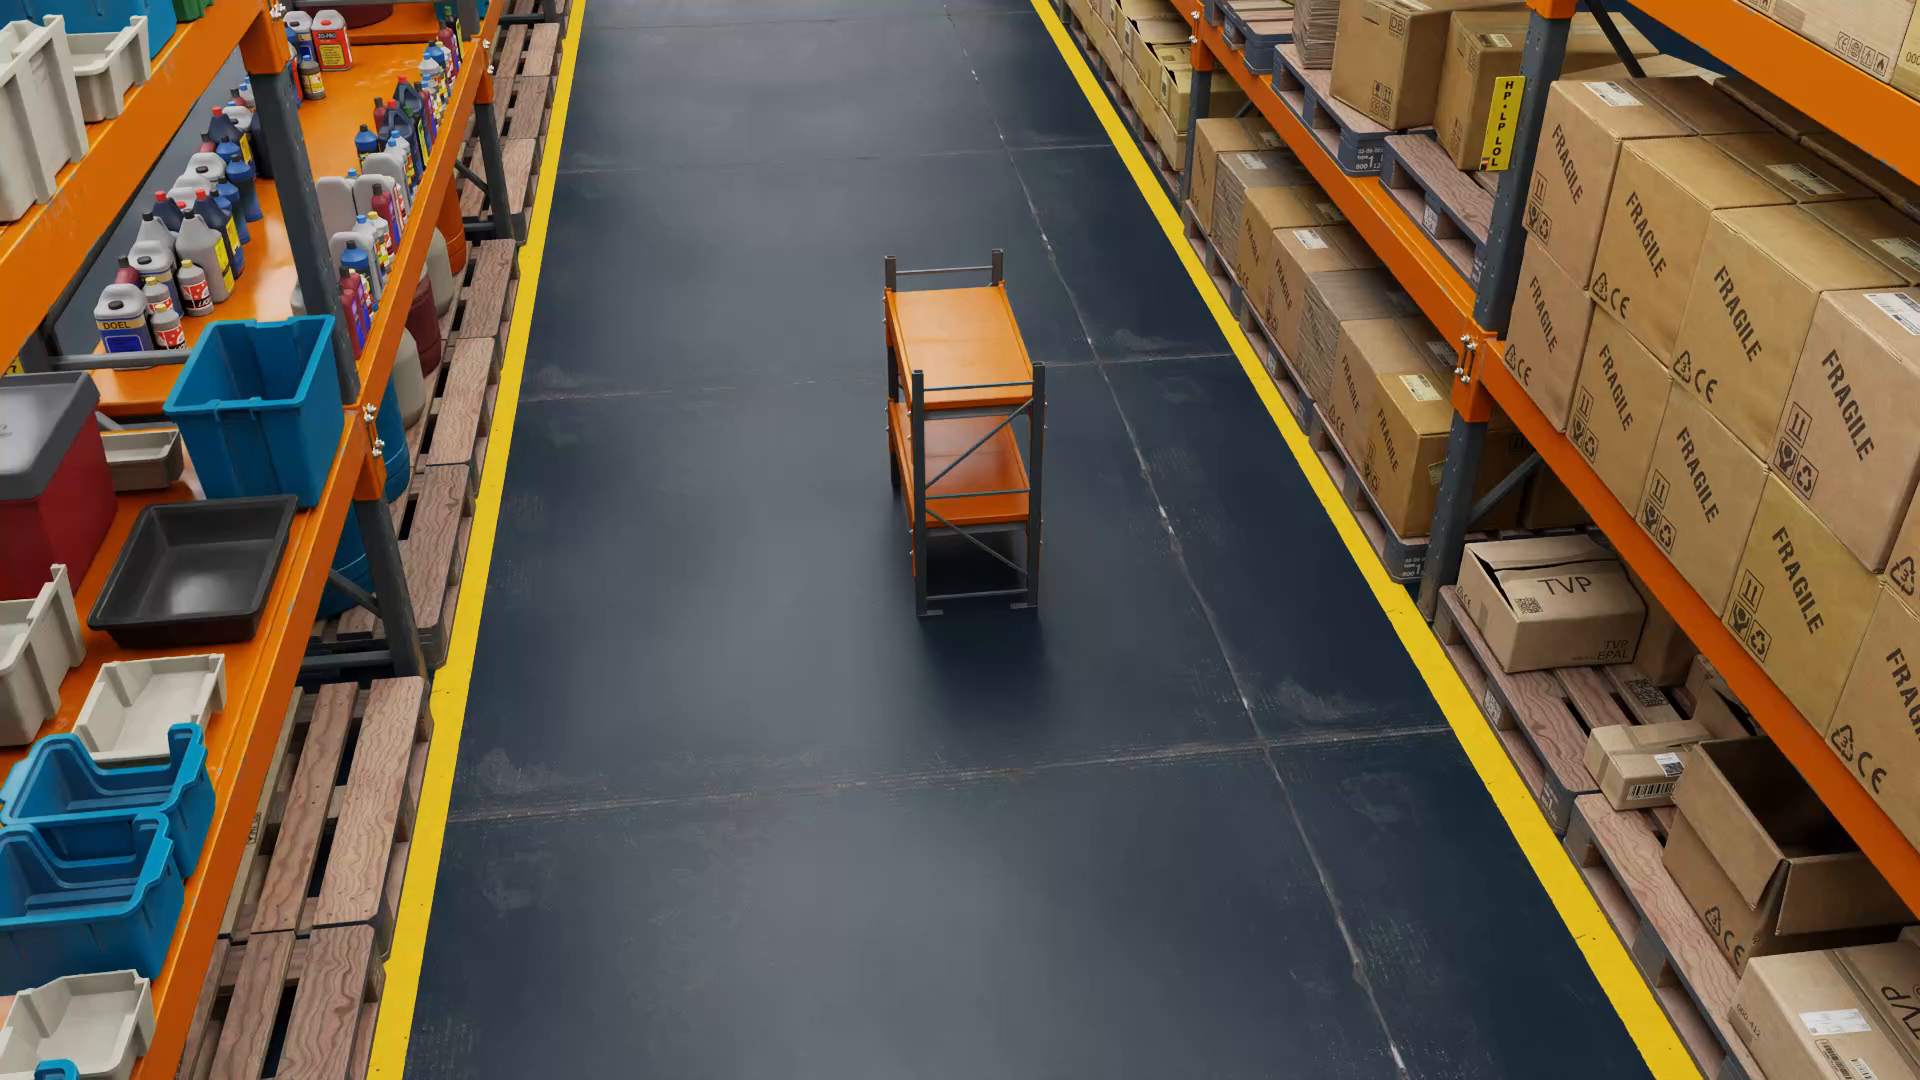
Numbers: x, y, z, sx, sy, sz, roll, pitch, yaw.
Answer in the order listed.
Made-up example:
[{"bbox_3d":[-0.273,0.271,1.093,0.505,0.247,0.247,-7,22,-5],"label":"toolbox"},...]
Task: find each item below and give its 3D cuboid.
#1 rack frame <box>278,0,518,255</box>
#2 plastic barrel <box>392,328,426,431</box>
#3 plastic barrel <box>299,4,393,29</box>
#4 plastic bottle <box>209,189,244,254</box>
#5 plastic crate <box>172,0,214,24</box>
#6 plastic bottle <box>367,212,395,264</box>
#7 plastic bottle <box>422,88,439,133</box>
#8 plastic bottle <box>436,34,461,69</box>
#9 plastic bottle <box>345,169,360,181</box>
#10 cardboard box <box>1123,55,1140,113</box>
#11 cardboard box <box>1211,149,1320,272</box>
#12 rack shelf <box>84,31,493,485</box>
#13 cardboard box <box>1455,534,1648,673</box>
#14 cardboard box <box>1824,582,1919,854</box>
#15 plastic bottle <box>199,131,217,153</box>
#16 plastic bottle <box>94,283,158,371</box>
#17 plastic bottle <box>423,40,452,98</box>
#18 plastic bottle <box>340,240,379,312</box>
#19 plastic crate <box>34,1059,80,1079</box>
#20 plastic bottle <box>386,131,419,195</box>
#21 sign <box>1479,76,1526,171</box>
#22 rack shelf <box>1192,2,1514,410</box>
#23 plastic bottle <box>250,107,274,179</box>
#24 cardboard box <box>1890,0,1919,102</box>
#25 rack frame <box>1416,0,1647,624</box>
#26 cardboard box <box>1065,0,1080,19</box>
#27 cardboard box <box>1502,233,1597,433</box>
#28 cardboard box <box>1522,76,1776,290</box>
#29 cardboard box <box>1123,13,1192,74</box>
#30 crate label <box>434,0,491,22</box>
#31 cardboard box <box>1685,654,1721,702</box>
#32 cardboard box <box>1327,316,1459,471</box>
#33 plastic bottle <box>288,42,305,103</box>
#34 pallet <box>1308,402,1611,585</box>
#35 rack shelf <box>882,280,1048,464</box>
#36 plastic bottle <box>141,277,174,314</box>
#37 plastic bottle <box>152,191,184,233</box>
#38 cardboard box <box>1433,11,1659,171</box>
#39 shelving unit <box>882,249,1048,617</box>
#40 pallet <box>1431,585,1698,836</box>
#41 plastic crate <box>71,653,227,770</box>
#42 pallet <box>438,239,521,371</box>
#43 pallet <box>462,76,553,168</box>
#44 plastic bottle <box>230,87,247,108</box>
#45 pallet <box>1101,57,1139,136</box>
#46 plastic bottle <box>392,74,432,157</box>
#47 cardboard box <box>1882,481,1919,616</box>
[{"bbox_3d":[-3.065,-2.830,8.739,1.000,3.000,0.127,-4,35,-6],"label":"rack frame"},{"bbox_3d":[-2.666,-0.765,7.545,0.421,0.512,0.421,0,34,0],"label":"plastic barrel"},{"bbox_3d":[-3.428,-3.122,9.047,0.600,0.536,0.708,-4,35,-6],"label":"plastic barrel"},{"bbox_3d":[-2.896,-1.245,6.528,0.097,0.271,0.097,0,34,0],"label":"plastic bottle"},{"bbox_3d":[-2.171,-1.536,4.365,0.450,0.188,0.662,-4,35,-6],"label":"plastic crate"},{"bbox_3d":[-2.276,-1.182,6.498,0.097,0.201,0.097,0,34,0],"label":"plastic bottle"},{"bbox_3d":[-2.468,-1.979,7.667,0.097,0.201,0.097,0,34,0],"label":"plastic bottle"},{"bbox_3d":[-2.590,-2.489,8.414,0.097,0.201,0.097,0,34,0],"label":"plastic bottle"},{"bbox_3d":[-2.489,-1.429,6.860,0.097,0.201,0.097,0,34,0],"label":"plastic bottle"},{"bbox_3d":[1.394,-3.084,11.180,0.500,0.250,0.500,-4,34,-5],"label":"cardboard box"},{"bbox_3d":[1.698,-1.784,9.034,0.500,0.500,0.500,-6,35,-8],"label":"cardboard box"},{"bbox_3d":[-2.796,-1.416,7.304,1.077,0.370,4.000,-4,35,-6],"label":"rack shelf"},{"bbox_3d":[2.224,0.209,6.276,0.500,0.311,0.500,-4,35,-6],"label":"cardboard box"},{"bbox_3d":[2.455,0.423,3.877,0.500,0.500,0.500,-4,34,-6],"label":"cardboard box"},{"bbox_3d":[-3.143,-1.560,6.980,0.061,0.283,0.133,-4,35,-6],"label":"plastic bottle"},{"bbox_3d":[-2.900,-0.742,5.785,0.152,0.276,0.135,-4,35,-6],"label":"plastic bottle"},{"bbox_3d":[-2.533,-2.280,8.046,0.097,0.271,0.097,0,34,0],"label":"plastic bottle"},{"bbox_3d":[-2.218,-0.973,6.129,0.097,0.271,0.097,0,34,0],"label":"plastic bottle"},{"bbox_3d":[-1.785,1.149,2.996,0.416,0.233,0.300,-4,35,-6],"label":"plastic crate"},{"bbox_3d":[-2.369,-1.599,7.047,0.097,0.271,0.097,0,34,0],"label":"plastic bottle"},{"bbox_3d":[1.832,-1.405,5.620,0.100,0.325,0.005,-4,35,-6],"label":"sign"},{"bbox_3d":[2.113,-1.790,7.851,1.077,0.370,4.000,-4,35,-6],"label":"rack shelf"},{"bbox_3d":[-2.991,-1.767,7.223,0.144,0.351,0.185,-4,35,-6],"label":"plastic bottle"},{"bbox_3d":[2.402,-1.021,3.554,0.500,0.250,0.500,-4,35,-6],"label":"cardboard box"},{"bbox_3d":[2.382,-0.971,6.011,1.000,3.000,0.127,-4,35,-6],"label":"rack frame"},{"bbox_3d":[1.115,-4.228,12.860,0.500,0.250,0.500,-5,35,-8],"label":"cardboard box"},{"bbox_3d":[2.180,-0.707,5.535,0.500,0.500,0.500,-4,34,-5],"label":"cardboard box"},{"bbox_3d":[2.166,-1.141,5.284,0.500,0.500,0.500,-4,34,-5],"label":"cardboard box"},{"bbox_3d":[1.388,-3.317,11.024,0.500,0.311,0.500,-5,35,-7],"label":"cardboard box"},{"bbox_3d":[-2.750,-3.024,9.173,0.303,0.233,0.416,-4,35,-6],"label":"crate label"},{"bbox_3d":[2.849,0.527,5.954,0.380,0.149,0.250,-4,35,-6],"label":"cardboard box"},{"bbox_3d":[1.973,-0.650,7.369,0.500,0.500,0.500,-4,35,-6],"label":"cardboard box"},{"bbox_3d":[-3.265,-2.254,8.005,0.152,0.276,0.135,-4,35,-6],"label":"plastic bottle"},{"bbox_3d":[2.235,-0.269,7.458,1.003,0.211,1.213,-4,35,-6],"label":"pallet"},{"bbox_3d":[0.001,-0.703,6.763,0.538,0.278,1.000,-4,35,-6],"label":"rack shelf"},{"bbox_3d":[-2.901,-0.853,6.014,0.097,0.201,0.097,0,34,0],"label":"plastic bottle"},{"bbox_3d":[-3.000,-1.169,6.345,0.144,0.351,0.185,-4,35,-6],"label":"plastic bottle"},{"bbox_3d":[2.384,-1.846,6.833,0.700,0.500,0.500,1,34,1],"label":"cardboard box"},{"bbox_3d":[0.001,-0.461,6.928,0.538,1.125,1.048,-4,35,-6],"label":"shelving unit"},{"bbox_3d":[2.473,0.565,6.234,1.003,0.211,1.213,-4,35,-6],"label":"pallet"},{"bbox_3d":[-1.995,0.435,4.128,0.293,0.136,0.466,-4,35,-6],"label":"plastic crate"},{"bbox_3d":[-2.918,-1.241,8.883,1.003,0.211,1.213,-4,35,-6],"label":"pallet"},{"bbox_3d":[-3.292,-2.792,11.160,1.003,0.211,1.213,-4,35,-6],"label":"pallet"},{"bbox_3d":[-3.217,-1.867,7.430,0.061,0.283,0.133,-4,35,-6],"label":"plastic bottle"},{"bbox_3d":[1.611,-3.192,11.747,1.003,0.211,1.213,-4,35,-6],"label":"pallet"},{"bbox_3d":[-2.454,-1.886,7.398,0.144,0.351,0.185,-4,35,-6],"label":"plastic bottle"},{"bbox_3d":[2.444,0.009,3.597,0.500,0.500,0.500,-3,34,-5],"label":"cardboard box"}]
